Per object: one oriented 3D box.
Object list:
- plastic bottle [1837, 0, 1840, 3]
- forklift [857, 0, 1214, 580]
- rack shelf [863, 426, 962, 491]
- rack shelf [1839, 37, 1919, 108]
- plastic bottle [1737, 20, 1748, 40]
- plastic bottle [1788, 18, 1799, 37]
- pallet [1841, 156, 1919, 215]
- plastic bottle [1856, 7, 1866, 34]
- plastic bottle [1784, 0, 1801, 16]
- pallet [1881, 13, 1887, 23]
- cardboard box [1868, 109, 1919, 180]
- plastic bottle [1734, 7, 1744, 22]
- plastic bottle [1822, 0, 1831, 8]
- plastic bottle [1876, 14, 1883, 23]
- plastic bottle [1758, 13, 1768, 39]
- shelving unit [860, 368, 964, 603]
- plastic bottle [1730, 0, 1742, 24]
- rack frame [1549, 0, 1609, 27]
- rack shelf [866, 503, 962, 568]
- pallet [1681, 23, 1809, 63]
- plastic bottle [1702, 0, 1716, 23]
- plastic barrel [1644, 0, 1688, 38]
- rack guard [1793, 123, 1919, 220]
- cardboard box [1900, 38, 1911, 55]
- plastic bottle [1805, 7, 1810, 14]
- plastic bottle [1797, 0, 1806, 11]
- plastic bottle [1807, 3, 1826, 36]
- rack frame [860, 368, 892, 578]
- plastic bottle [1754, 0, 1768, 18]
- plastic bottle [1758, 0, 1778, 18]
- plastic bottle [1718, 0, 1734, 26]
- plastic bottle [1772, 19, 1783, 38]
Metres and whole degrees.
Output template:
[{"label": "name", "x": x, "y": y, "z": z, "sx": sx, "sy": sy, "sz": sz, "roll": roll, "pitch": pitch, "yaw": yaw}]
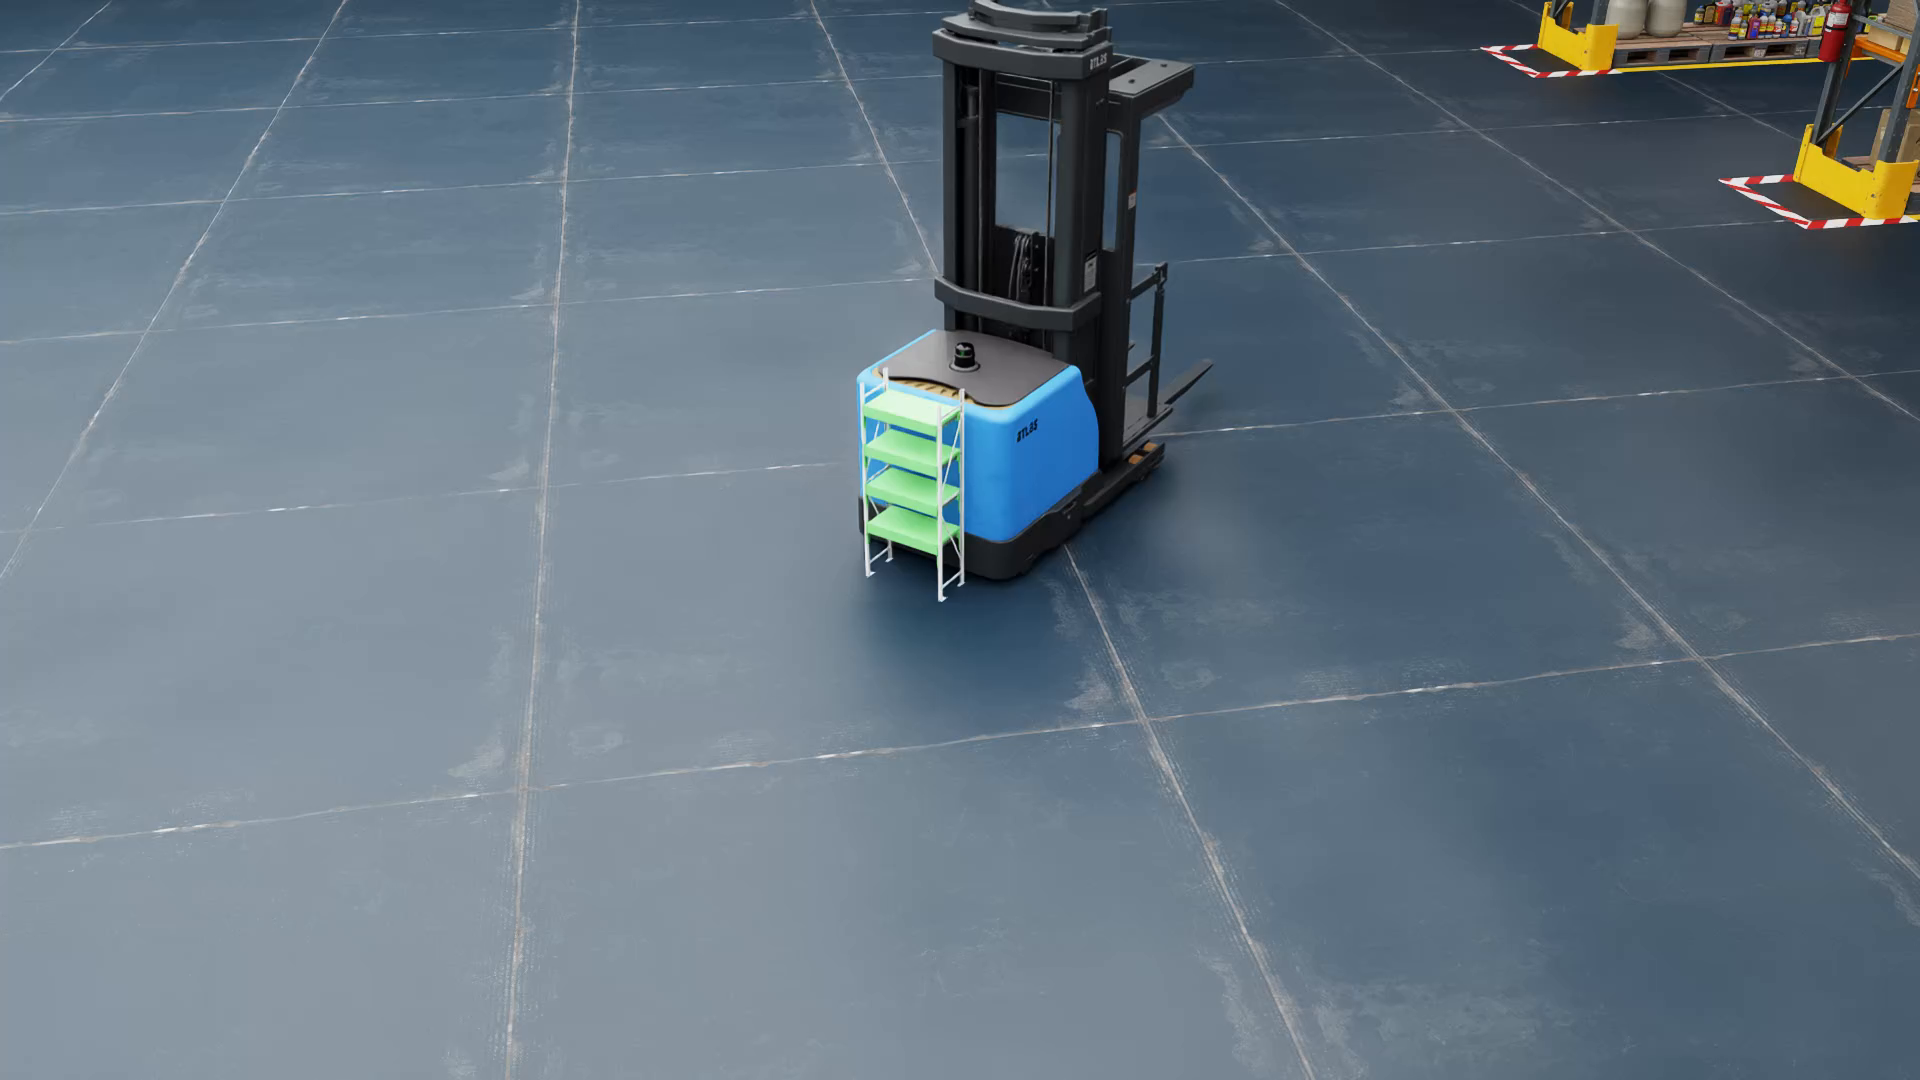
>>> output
[{"label": "plastic bottle", "x": 10.574, "y": -6.417, "z": 19.962, "sx": 0.097, "sy": 0.271, "sz": 0.097, "roll": 0, "pitch": 30, "yaw": 0}, {"label": "forklift", "x": 0.636, "y": -1.747, "z": 9.830, "sx": 1.130, "sy": 2.935, "sz": 3.031, "roll": 18, "pitch": 35, "yaw": 28}, {"label": "rack shelf", "x": -0.254, "y": -0.443, "z": 8.973, "sx": 0.480, "sy": 0.148, "sz": 0.258, "roll": 18, "pitch": 35, "yaw": 28}, {"label": "rack shelf", "x": 9.891, "y": -4.252, "z": 14.732, "sx": 4.000, "sy": 0.370, "sz": 1.077, "roll": -5, "pitch": 31, "yaw": -9}, {"label": "plastic bottle", "x": 8.973, "y": -5.852, "z": 19.070, "sx": 0.097, "sy": 0.201, "sz": 0.097, "roll": 0, "pitch": 30, "yaw": 0}, {"label": "plastic bottle", "x": 9.606, "y": -5.911, "z": 19.170, "sx": 0.097, "sy": 0.201, "sz": 0.097, "roll": 0, "pitch": 30, "yaw": 0}, {"label": "pallet", "x": 8.804, "y": -3.241, "z": 15.054, "sx": 1.213, "sy": 0.211, "sz": 1.003, "roll": -5, "pitch": 31, "yaw": -9}, {"label": "plastic bottle", "x": 10.384, "y": -6.060, "z": 19.276, "sx": 0.185, "sy": 0.351, "sz": 0.144, "roll": -6, "pitch": 31, "yaw": -10}, {"label": "plastic bottle", "x": 9.912, "y": -6.378, "z": 19.817, "sx": 0.185, "sy": 0.351, "sz": 0.144, "roll": -7, "pitch": 31, "yaw": -11}, {"label": "pallet", "x": 11.731, "y": -6.103, "z": 19.922, "sx": 1.213, "sy": 0.211, "sz": 1.003, "roll": -5, "pitch": 31, "yaw": -9}, {"label": "cardboard box", "x": 8.541, "y": -3.532, "z": 14.849, "sx": 0.500, "sy": 0.500, "sz": 0.500, "roll": 0, "pitch": 30, "yaw": 0}, {"label": "plastic bottle", "x": 9.189, "y": -6.180, "z": 19.628, "sx": 0.097, "sy": 0.201, "sz": 0.097, "roll": 0, "pitch": 30, "yaw": 0}, {"label": "plastic bottle", "x": 10.280, "y": -6.326, "z": 19.796, "sx": 0.133, "sy": 0.283, "sz": 0.061, "roll": -5, "pitch": 31, "yaw": -9}, {"label": "plastic bottle", "x": 10.665, "y": -6.009, "z": 19.337, "sx": 0.097, "sy": 0.201, "sz": 0.097, "roll": 0, "pitch": 30, "yaw": 0}, {"label": "plastic bottle", "x": 9.208, "y": -5.904, "z": 19.090, "sx": 0.097, "sy": 0.271, "sz": 0.097, "roll": 0, "pitch": 30, "yaw": 0}, {"label": "shelving unit", "x": -0.254, "y": -0.291, "z": 9.062, "sx": 0.503, "sy": 1.200, "sz": 0.258, "roll": 18, "pitch": 35, "yaw": 28}, {"label": "plastic bottle", "x": 9.148, "y": -6.273, "z": 19.712, "sx": 0.135, "sy": 0.276, "sz": 0.152, "roll": -6, "pitch": 31, "yaw": -10}, {"label": "rack frame", "x": 7.031, "y": -6.849, "z": 18.439, "sx": 0.127, "sy": 3.000, "sz": 1.000, "roll": -5, "pitch": 31, "yaw": -9}, {"label": "rack shelf", "x": -0.254, "y": -0.029, "z": 9.216, "sx": 0.480, "sy": 0.148, "sz": 0.258, "roll": 18, "pitch": 35, "yaw": 28}, {"label": "pallet", "x": 9.095, "y": -5.859, "z": 19.506, "sx": 1.213, "sy": 0.211, "sz": 1.003, "roll": -5, "pitch": 31, "yaw": -9}, {"label": "plastic bottle", "x": 8.871, "y": -6.274, "z": 19.707, "sx": 0.133, "sy": 0.283, "sz": 0.061, "roll": -5, "pitch": 31, "yaw": -8}, {"label": "plastic barrel", "x": 8.158, "y": -6.102, "z": 19.208, "sx": 0.421, "sy": 0.512, "sz": 0.421, "roll": 0, "pitch": 30, "yaw": 0}, {"label": "rack guard", "x": 7.998, "y": -3.309, "z": 14.885, "sx": 0.348, "sy": 0.500, "sz": 1.175, "roll": -5, "pitch": 31, "yaw": -9}, {"label": "cardboard box", "x": 8.247, "y": -4.179, "z": 14.145, "sx": 0.250, "sy": 0.149, "sz": 0.380, "roll": -5, "pitch": 31, "yaw": -9}, {"label": "plastic bottle", "x": 9.834, "y": -6.032, "z": 19.296, "sx": 0.133, "sy": 0.283, "sz": 0.061, "roll": -5, "pitch": 31, "yaw": -9}, {"label": "plastic bottle", "x": 9.976, "y": -6.288, "z": 19.742, "sx": 0.097, "sy": 0.271, "sz": 0.097, "roll": 0, "pitch": 30, "yaw": 0}, {"label": "plastic bottle", "x": 9.878, "y": -6.013, "z": 19.196, "sx": 0.185, "sy": 0.351, "sz": 0.144, "roll": -5, "pitch": 31, "yaw": -9}, {"label": "rack frame", "x": -0.459, "y": -0.358, "z": 9.175, "sx": 0.015, "sy": 1.200, "sz": 0.240, "roll": 18, "pitch": 35, "yaw": 28}, {"label": "plastic bottle", "x": 9.493, "y": -6.339, "z": 19.751, "sx": 0.185, "sy": 0.351, "sz": 0.144, "roll": -6, "pitch": 31, "yaw": -9}, {"label": "plastic bottle", "x": 9.545, "y": -6.236, "z": 19.648, "sx": 0.135, "sy": 0.276, "sz": 0.152, "roll": -5, "pitch": 31, "yaw": -9}, {"label": "plastic bottle", "x": 9.032, "y": -6.211, "z": 19.599, "sx": 0.133, "sy": 0.283, "sz": 0.061, "roll": -5, "pitch": 31, "yaw": -9}, {"label": "plastic bottle", "x": 9.404, "y": -5.892, "z": 19.138, "sx": 0.097, "sy": 0.201, "sz": 0.097, "roll": 0, "pitch": 30, "yaw": 0}]
